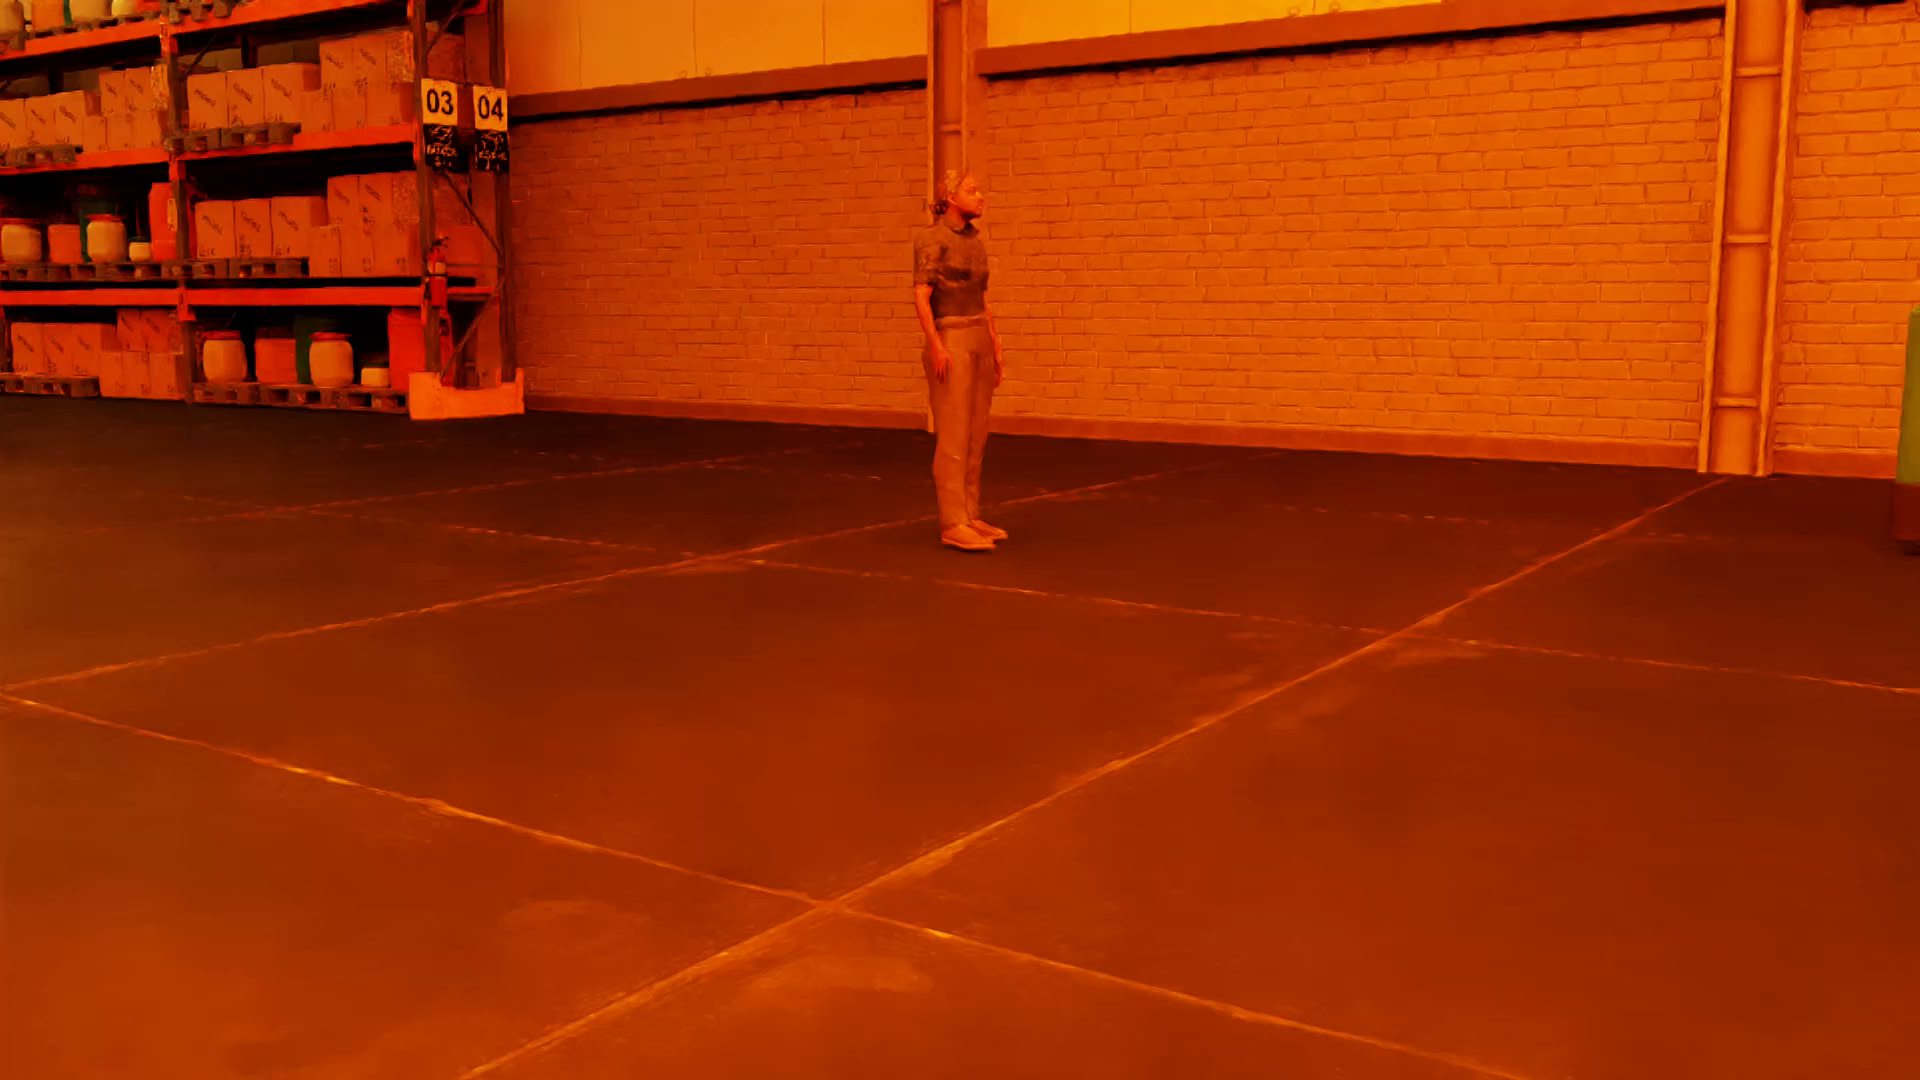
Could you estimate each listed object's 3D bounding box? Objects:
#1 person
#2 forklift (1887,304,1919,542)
[{"bbox_3d":[0.062,-0.817,7.421,0.503,1.654,0.570,5,10,34],"label":"person"},{"bbox_3d":[5.271,-1.262,6.065,1.130,2.935,3.031,-6,10,-36],"label":"forklift"}]
